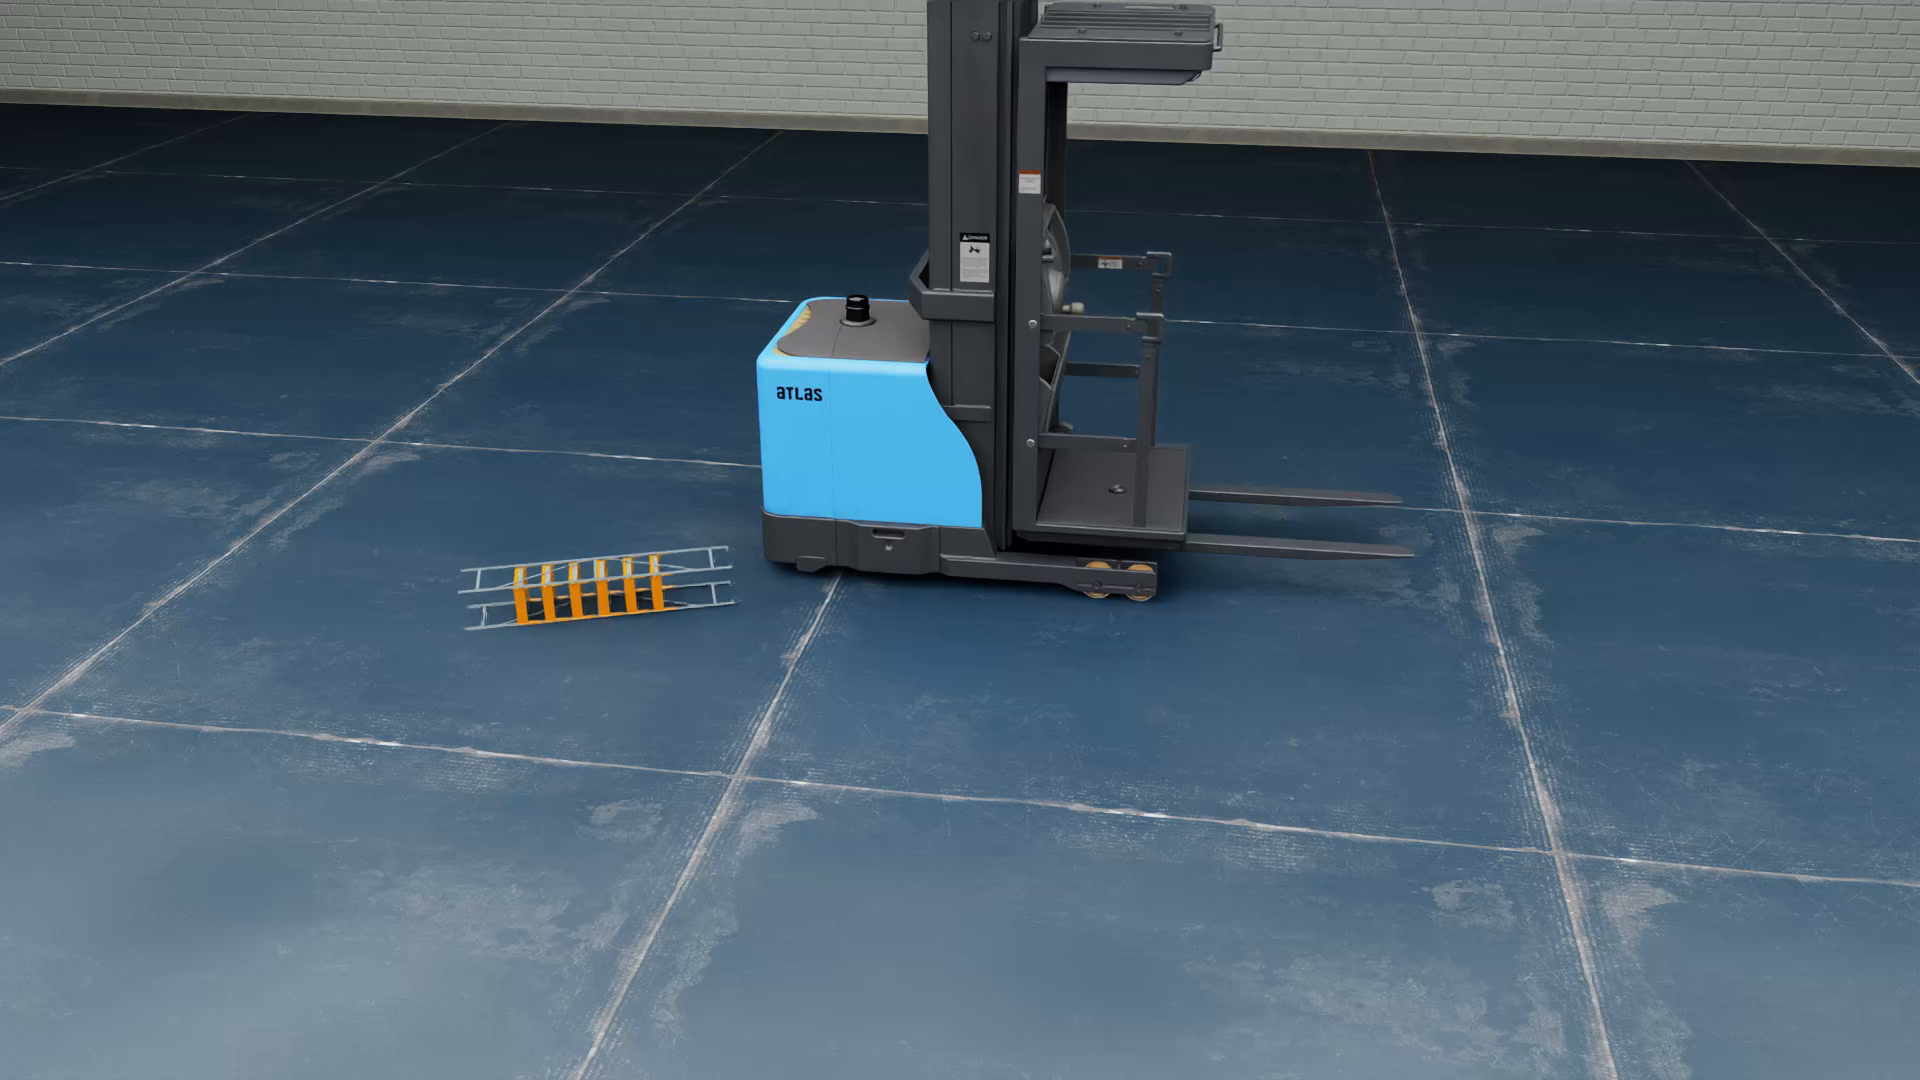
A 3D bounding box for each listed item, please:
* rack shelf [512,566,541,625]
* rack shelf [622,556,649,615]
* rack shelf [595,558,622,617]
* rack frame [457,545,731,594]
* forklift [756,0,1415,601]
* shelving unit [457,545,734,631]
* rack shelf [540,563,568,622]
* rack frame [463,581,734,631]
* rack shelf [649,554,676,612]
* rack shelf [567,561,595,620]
[{"bbox_3d":[-1.954,0.243,7.504,0.103,0.180,0.258,-5,26,-10],"label":"rack shelf"},{"bbox_3d":[-1.484,0.200,7.590,0.103,0.180,0.258,-5,26,-10],"label":"rack shelf"},{"bbox_3d":[-1.602,0.210,7.569,0.103,0.180,0.258,-5,26,-10],"label":"rack shelf"},{"bbox_3d":[-1.646,0.132,7.522,1.200,0.006,0.240,-5,26,-10],"label":"rack frame"},{"bbox_3d":[0.623,-1.288,7.545,3.031,2.935,1.130,4,25,8],"label":"forklift"},{"bbox_3d":[-1.645,0.214,7.561,1.200,0.189,0.258,-5,26,-10],"label":"shelving unit"},{"bbox_3d":[-1.837,0.232,7.526,0.103,0.180,0.258,-5,26,-10],"label":"rack shelf"},{"bbox_3d":[-1.645,0.297,7.600,1.200,0.006,0.240,-5,26,-10],"label":"rack frame"},{"bbox_3d":[-1.367,0.189,7.612,0.103,0.180,0.258,-5,26,-10],"label":"rack shelf"},{"bbox_3d":[-1.719,0.221,7.547,0.103,0.180,0.258,-5,26,-10],"label":"rack shelf"}]
